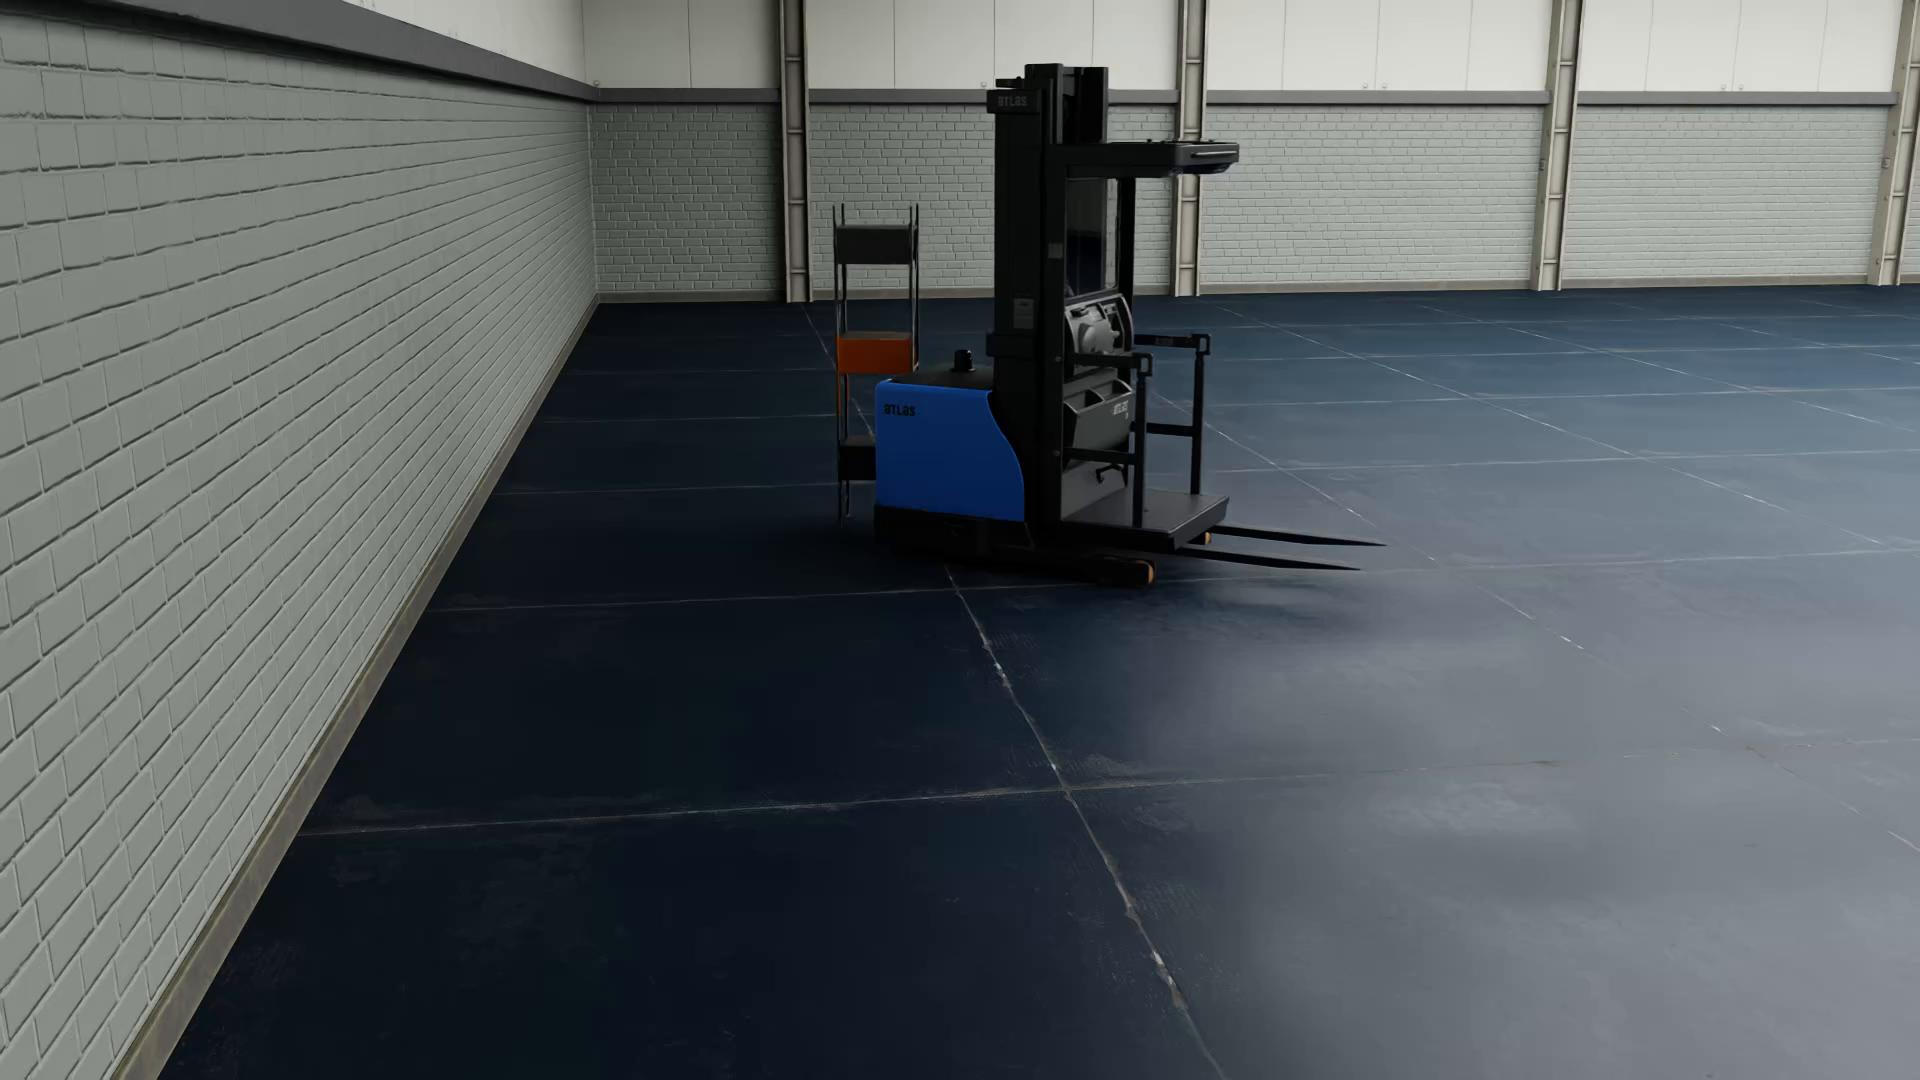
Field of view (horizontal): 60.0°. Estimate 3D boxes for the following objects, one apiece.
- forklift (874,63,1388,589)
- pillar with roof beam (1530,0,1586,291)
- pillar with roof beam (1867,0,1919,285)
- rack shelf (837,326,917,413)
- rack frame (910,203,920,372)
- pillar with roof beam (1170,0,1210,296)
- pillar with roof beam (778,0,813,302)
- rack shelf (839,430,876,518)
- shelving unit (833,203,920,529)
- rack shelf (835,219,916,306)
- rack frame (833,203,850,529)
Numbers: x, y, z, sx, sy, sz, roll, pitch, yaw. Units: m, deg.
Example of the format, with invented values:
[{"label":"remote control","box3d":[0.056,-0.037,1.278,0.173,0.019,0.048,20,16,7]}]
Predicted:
[{"label":"forklift","box3d":[1.012,-1.286,9.823,3.031,2.935,1.130,7,16,26]},{"label":"pillar with roof beam","box3d":[10.080,-7.372,21.617,0.400,9.000,9.100,-2,14,-8]},{"label":"pillar with roof beam","box3d":[16.013,-7.589,22.484,0.400,9.000,9.100,-2,14,-8]},{"label":"rack shelf","box3d":[-0.537,-1.120,10.928,0.480,0.518,0.431,1,14,5]},{"label":"rack frame","box3d":[-0.293,-1.128,10.905,0.015,2.100,0.400,1,14,5]},{"label":"pillar with roof beam","box3d":[4.147,-7.154,20.750,0.400,9.000,9.100,-2,14,-8]},{"label":"pillar with roof beam","box3d":[-1.786,-6.937,19.883,0.400,9.000,9.100,-2,14,-8]},{"label":"rack shelf","box3d":[-0.537,-0.441,11.098,0.480,0.518,0.431,1,14,5]},{"label":"shelving unit","box3d":[-0.537,-1.133,10.925,0.503,2.100,0.431,1,14,5]},{"label":"rack shelf","box3d":[-0.537,-1.799,10.758,0.480,0.518,0.431,1,14,5]},{"label":"rack frame","box3d":[-0.780,-1.138,10.944,0.015,2.100,0.400,1,14,5]}]
